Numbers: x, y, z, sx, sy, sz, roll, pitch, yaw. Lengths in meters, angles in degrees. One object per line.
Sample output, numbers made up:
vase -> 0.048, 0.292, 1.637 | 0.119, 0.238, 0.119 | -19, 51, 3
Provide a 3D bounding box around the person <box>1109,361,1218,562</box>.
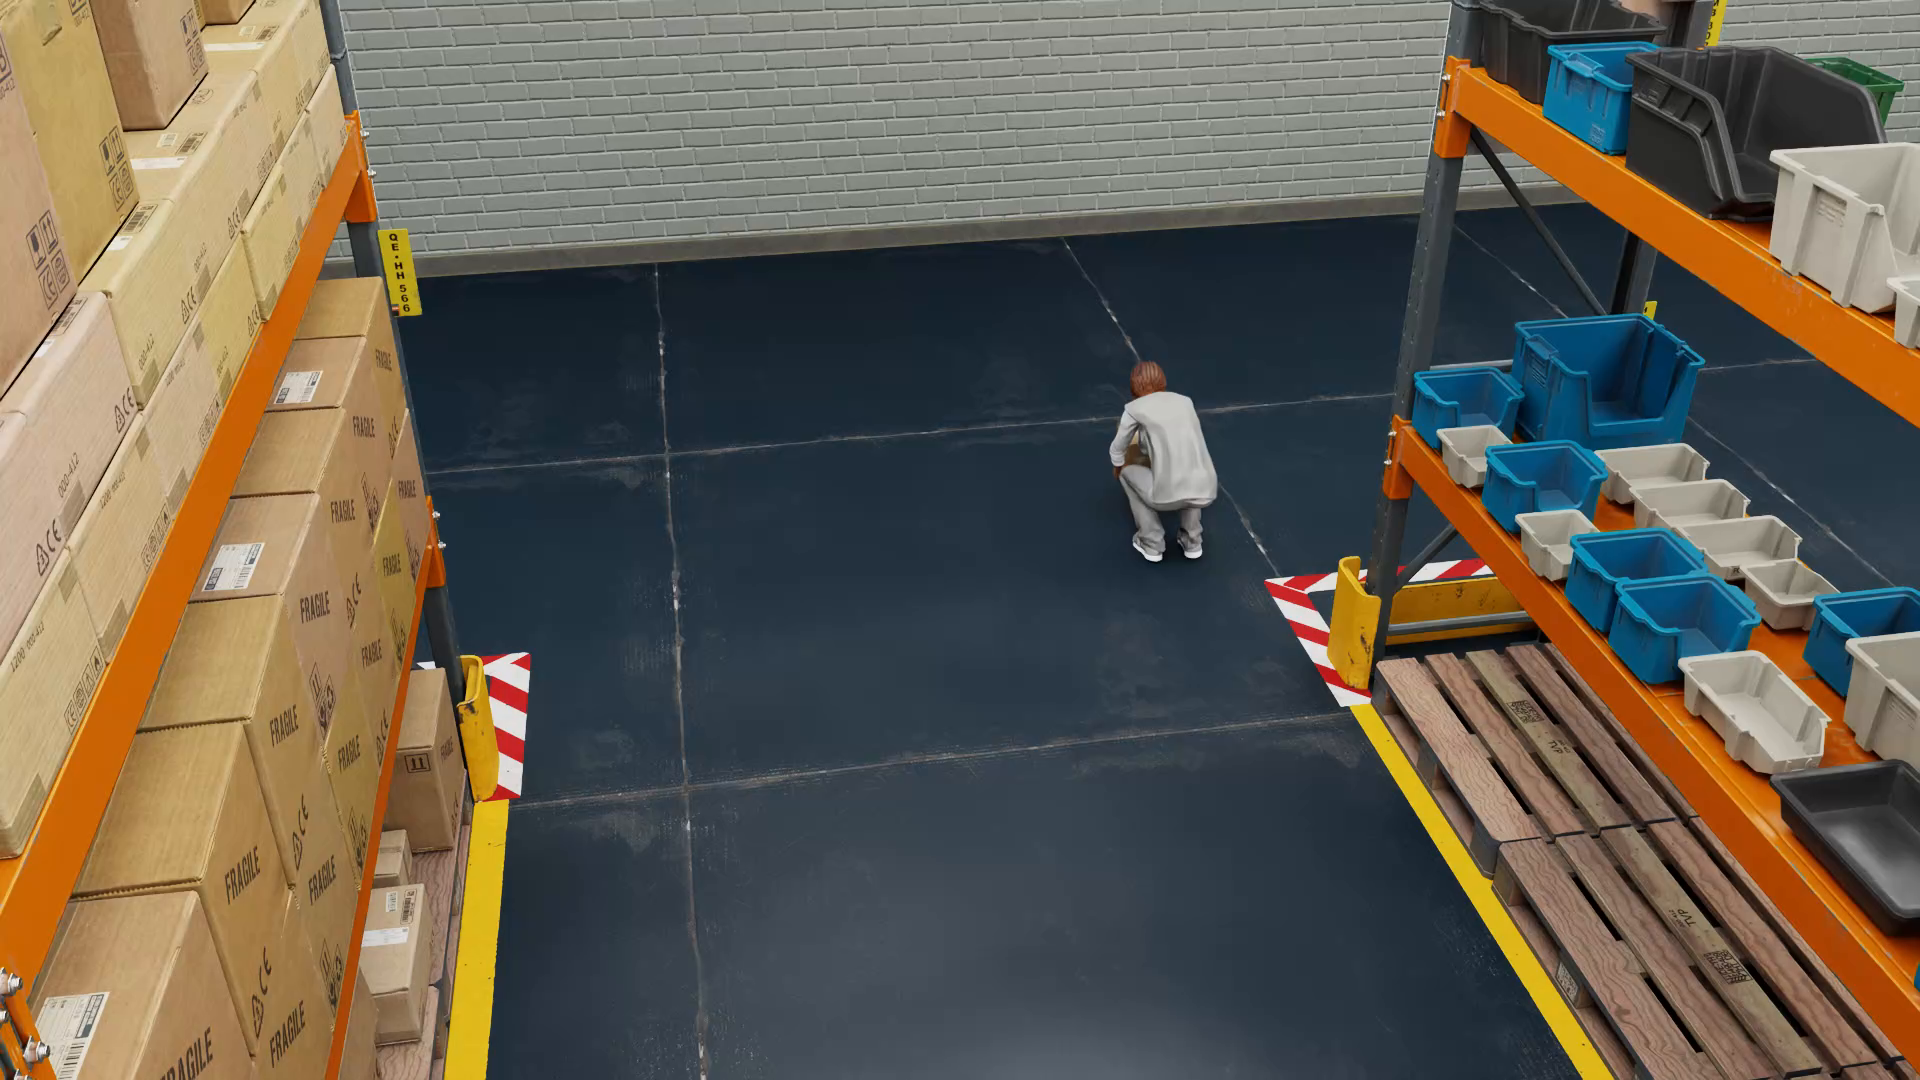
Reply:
person -> 1.035, -0.389, 8.464 | 0.448, 0.901, 0.812 | -5, 32, -9
